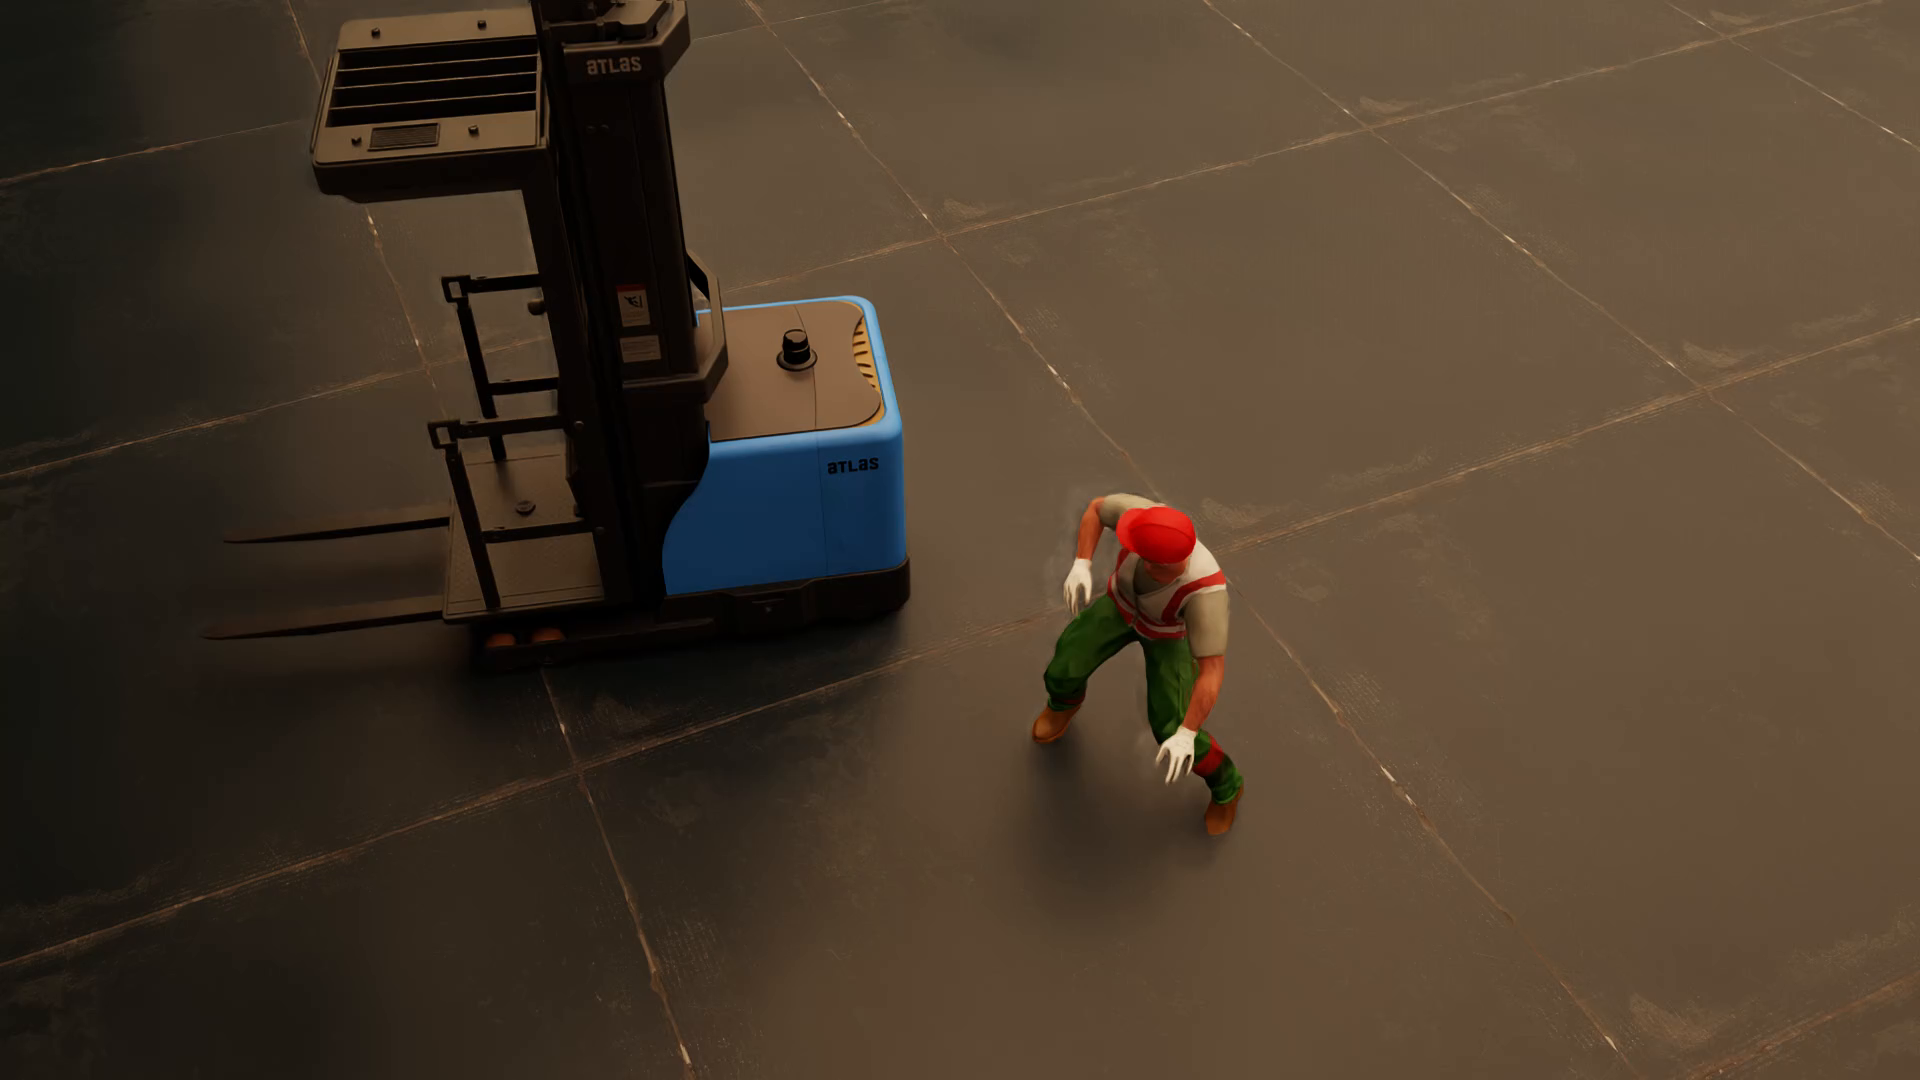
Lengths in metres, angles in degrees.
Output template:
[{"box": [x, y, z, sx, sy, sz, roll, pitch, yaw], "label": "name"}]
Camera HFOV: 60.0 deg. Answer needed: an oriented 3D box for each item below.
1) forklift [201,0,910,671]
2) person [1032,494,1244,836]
[{"box": [-1.788, -0.897, 6.641, 3.031, 2.935, 1.130, -7, 43, -7], "label": "forklift"}, {"box": [0.715, 0.434, 6.299, 0.898, 1.540, 0.777, 28, 50, 27], "label": "person"}]
